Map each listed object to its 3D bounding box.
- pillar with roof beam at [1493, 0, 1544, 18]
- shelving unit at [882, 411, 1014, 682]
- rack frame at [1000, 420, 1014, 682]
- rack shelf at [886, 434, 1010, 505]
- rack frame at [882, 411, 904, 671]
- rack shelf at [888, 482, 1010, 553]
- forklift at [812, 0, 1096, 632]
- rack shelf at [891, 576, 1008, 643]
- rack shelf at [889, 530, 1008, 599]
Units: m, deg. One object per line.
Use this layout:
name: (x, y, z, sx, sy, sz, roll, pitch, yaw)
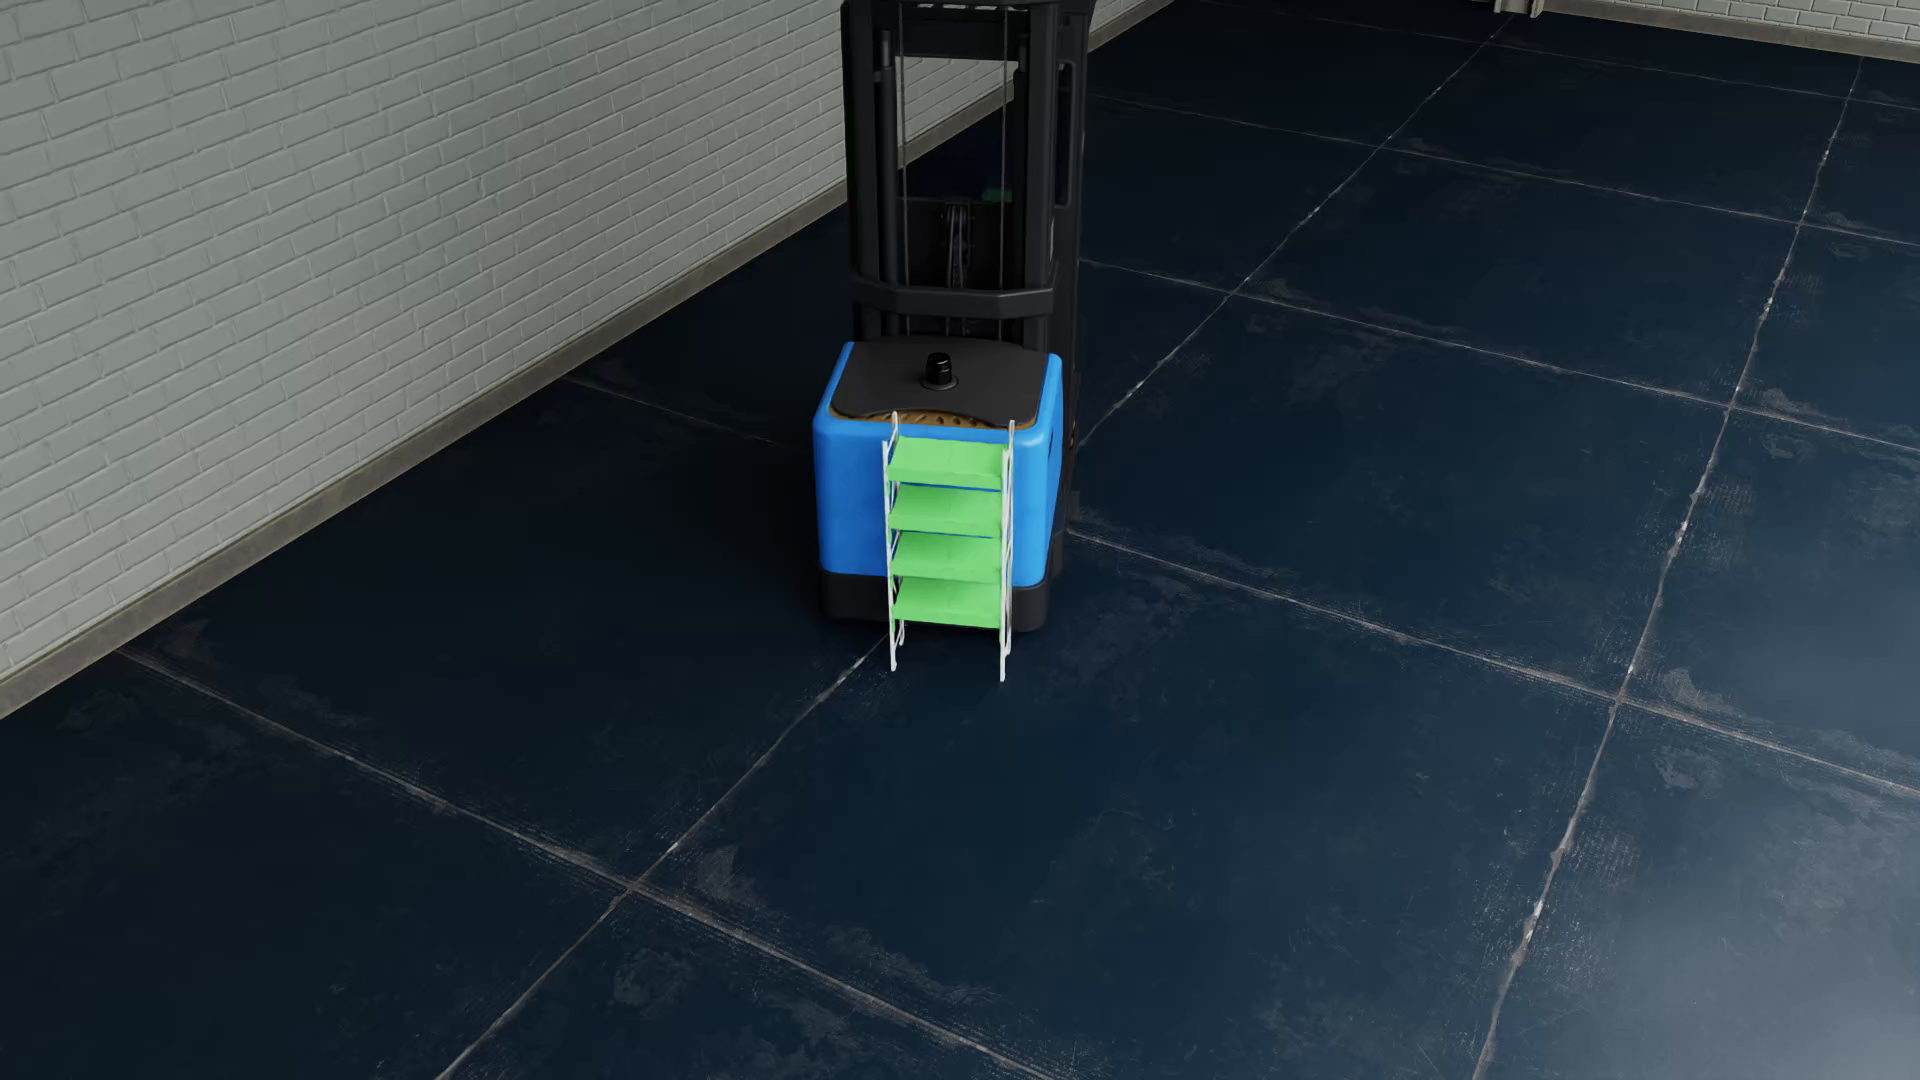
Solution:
pillar with roof beam: (3.169, -6.705, 10.200, 0.400, 9.000, 9.100, 18, 37, 24)
shelving unit: (-0.042, 0.046, 7.090, 0.503, 1.200, 0.258, 5, 36, 7)
rack frame: (0.199, 0.067, 7.058, 0.015, 1.200, 0.240, 5, 36, 7)
rack shelf: (-0.044, -0.292, 6.847, 0.480, 0.148, 0.258, 5, 36, 7)
rack frame: (-0.283, 0.025, 7.121, 0.015, 1.200, 0.240, 5, 36, 7)
rack shelf: (-0.043, -0.097, 6.987, 0.480, 0.148, 0.258, 5, 36, 7)
forklift: (0.052, -1.607, 8.019, 1.130, 2.935, 3.031, 4, 34, 6)
rack shelf: (-0.040, 0.293, 7.267, 0.480, 0.148, 0.258, 5, 36, 7)
rack shelf: (-0.041, 0.098, 7.127, 0.480, 0.148, 0.258, 5, 36, 7)
